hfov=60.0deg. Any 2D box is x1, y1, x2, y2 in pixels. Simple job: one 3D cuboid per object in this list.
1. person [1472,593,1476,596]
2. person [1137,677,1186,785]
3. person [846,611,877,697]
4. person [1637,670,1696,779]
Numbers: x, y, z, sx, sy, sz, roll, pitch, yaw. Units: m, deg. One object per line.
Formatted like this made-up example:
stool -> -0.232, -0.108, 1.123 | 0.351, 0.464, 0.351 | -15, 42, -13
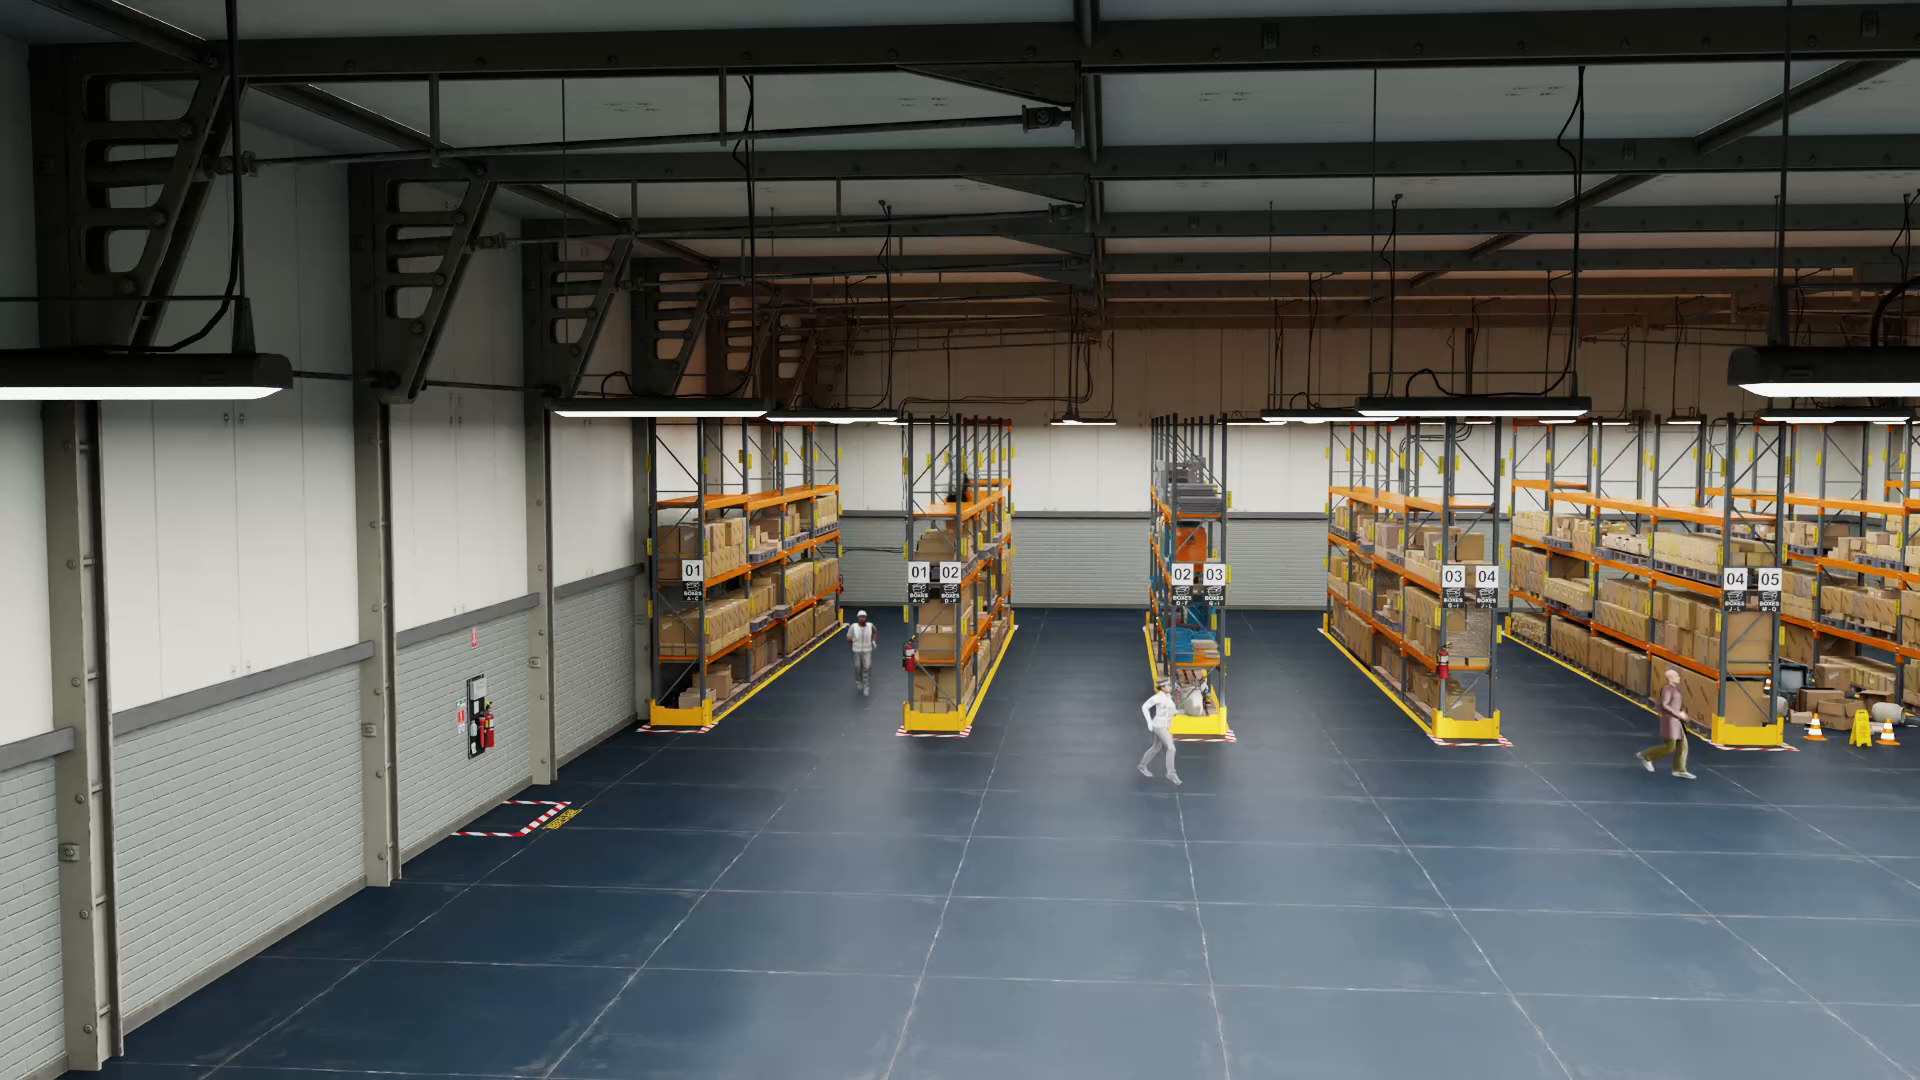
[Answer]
person -> 13.801, 1.988, 44.369 | 0.605, 1.521, 0.933 | 1, 4, 11
person -> 3.254, 3.060, 26.870 | 0.829, 1.738, 0.580 | 2, 4, 26
person -> -2.095, 2.401, 35.629 | 0.675, 1.786, 0.967 | 0, 4, -6
person -> 11.619, 3.012, 27.299 | 0.908, 1.771, 0.716 | 3, 5, 33
